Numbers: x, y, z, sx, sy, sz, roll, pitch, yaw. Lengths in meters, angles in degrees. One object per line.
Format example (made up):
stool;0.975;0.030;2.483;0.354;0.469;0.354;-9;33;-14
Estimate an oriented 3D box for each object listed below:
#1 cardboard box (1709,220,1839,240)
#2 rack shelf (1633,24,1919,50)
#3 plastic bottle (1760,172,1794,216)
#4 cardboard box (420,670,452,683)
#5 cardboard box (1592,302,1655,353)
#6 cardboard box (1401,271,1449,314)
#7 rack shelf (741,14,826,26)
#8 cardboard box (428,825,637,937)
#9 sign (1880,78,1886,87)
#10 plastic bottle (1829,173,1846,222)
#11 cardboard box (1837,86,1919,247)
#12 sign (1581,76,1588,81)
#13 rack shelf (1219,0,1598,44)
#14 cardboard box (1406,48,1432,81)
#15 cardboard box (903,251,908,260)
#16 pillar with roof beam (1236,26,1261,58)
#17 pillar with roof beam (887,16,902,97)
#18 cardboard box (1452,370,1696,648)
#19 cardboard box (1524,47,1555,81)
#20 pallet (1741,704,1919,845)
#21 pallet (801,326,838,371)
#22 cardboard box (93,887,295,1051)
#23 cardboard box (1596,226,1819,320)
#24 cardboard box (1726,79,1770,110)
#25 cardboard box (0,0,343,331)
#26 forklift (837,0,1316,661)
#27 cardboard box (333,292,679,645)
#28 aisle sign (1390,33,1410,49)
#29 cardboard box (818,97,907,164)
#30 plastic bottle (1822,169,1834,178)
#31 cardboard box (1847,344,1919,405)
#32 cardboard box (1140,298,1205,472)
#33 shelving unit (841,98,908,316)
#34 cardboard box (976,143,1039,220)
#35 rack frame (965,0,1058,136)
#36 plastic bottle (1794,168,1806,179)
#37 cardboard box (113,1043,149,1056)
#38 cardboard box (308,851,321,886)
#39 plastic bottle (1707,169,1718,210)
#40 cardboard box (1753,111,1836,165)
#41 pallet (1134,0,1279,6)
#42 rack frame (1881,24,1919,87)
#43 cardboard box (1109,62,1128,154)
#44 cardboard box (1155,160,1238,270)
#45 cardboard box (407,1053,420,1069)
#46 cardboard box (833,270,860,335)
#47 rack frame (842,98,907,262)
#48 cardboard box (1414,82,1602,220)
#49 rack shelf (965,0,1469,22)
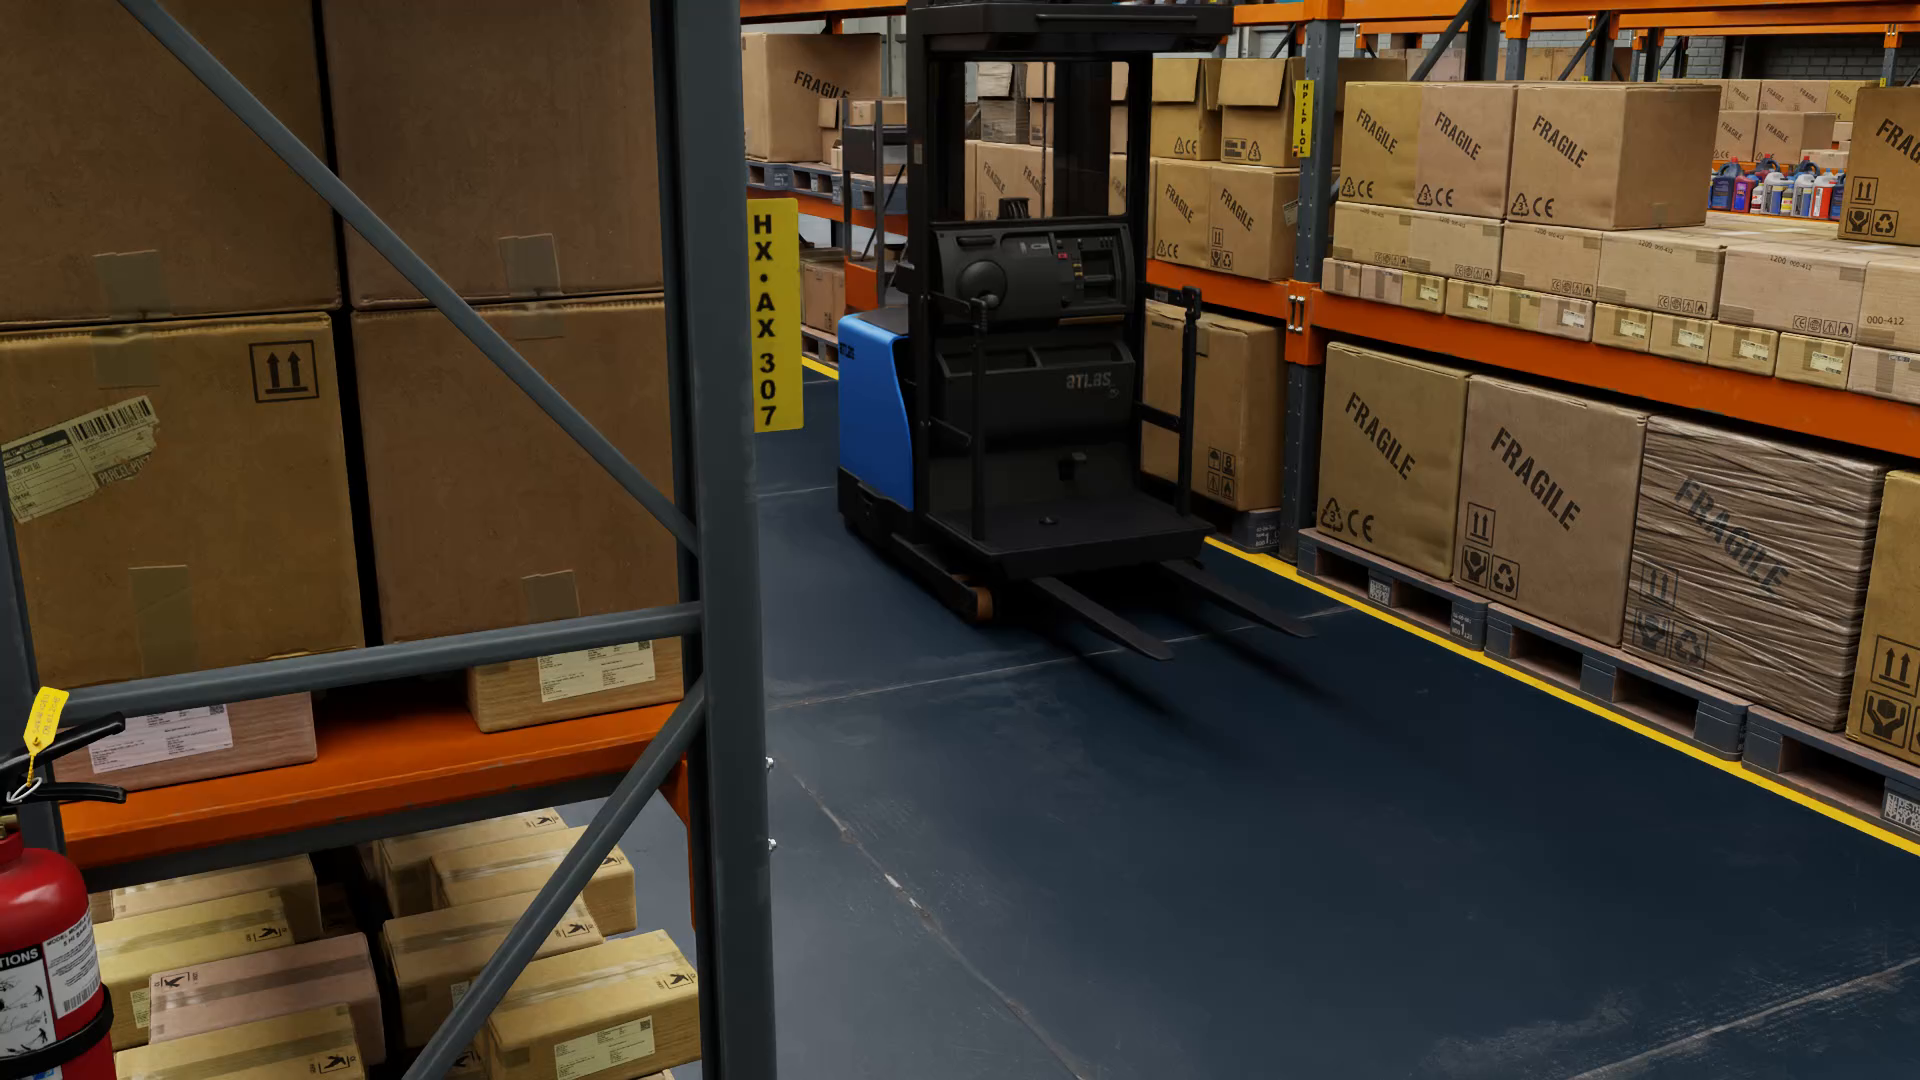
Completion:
cardboard box;3.093;-1.009;6.062;0.500;0.250;0.500;-8;18;-26
rack shelf;10.969;-6.768;22.263;1.077;0.370;4.000;-8;18;-25
plastic bottle;5.439;-2.301;11.055;0.152;0.276;0.135;-8;18;-25
cardboard box;-0.755;0.112;2.877;0.380;0.149;0.250;-7;17;-23
cardboard box;2.507;-0.776;5.972;0.380;0.149;0.250;-8;18;-26
cardboard box;2.053;-1.032;6.864;0.380;0.149;0.250;-7;17;-23
rack shelf;-2.389;-4.972;16.006;1.077;0.370;4.000;-8;18;-25
cardboard box;-0.907;0.749;3.530;0.380;0.149;0.250;-8;18;-25
sign;11.361;-5.525;20.495;0.100;0.325;0.005;-8;18;-25
plastic bottle;5.666;-2.206;10.588;0.144;0.351;0.185;-8;18;-25
cardboard box;3.325;-1.239;5.505;0.500;0.500;0.500;-8;18;-26
sign;6.896;-4.963;18.395;0.100;0.325;0.005;-8;18;-25
rack shelf;3.816;-4.579;14.635;1.077;0.370;4.000;-8;18;-25
cardboard box;6.093;-5.980;21.117;0.700;0.500;0.500;-8;18;-26
cardboard box;-0.081;-1.921;11.883;0.500;0.250;0.500;-7;17;-23
pillar with roof beam;2.050;-11.438;31.793;9.100;9.000;0.400;-8;18;-25
pillar with roof beam;-5.836;-15.901;47.346;9.100;9.000;0.400;-8;18;-25
cardboard box;2.603;-0.181;6.533;0.875;0.875;0.875;-8;18;-25
cardboard box;6.971;-5.483;19.384;0.700;0.500;0.500;-8;18;-25
pallet;3.323;0.747;5.266;1.003;0.211;1.213;-8;18;-25
pallet;-0.632;-1.544;13.249;1.003;0.211;1.213;-8;18;-25
cardboard box;-1.505;0.833;3.237;0.380;0.149;0.250;-8;18;-26
cardboard box;2.617;-0.944;5.836;0.500;0.250;0.500;-8;18;-25
cardboard box;10.697;-5.932;22.360;0.500;0.500;0.500;-7;17;-23
cardboard box;-1.183;-0.586;2.320;0.500;0.500;0.500;-8;18;-26
forklift;0.424;-1.185;7.066;1.130;2.935;3.031;-7;17;-22
cardboard box;-0.707;-0.166;2.671;0.500;0.500;0.500;-7;17;-22
aisle sign;5.877;-6.870;22.038;0.394;0.787;0.004;-8;18;-25
cardboard box;-0.670;-3.213;13.061;0.797;0.503;0.637;-6;17;-19
plastic bottle;6.008;-2.437;11.540;0.097;0.271;0.097;0;16;0
cardboard box;2.959;-0.521;5.085;0.380;0.149;0.250;-7;18;-24
cardboard box;1.301;-0.955;9.231;1.225;0.875;0.875;-8;18;-27
shelving unit;-0.328;-1.231;8.733;0.431;2.100;0.503;-7;17;-22
cardboard box;0.436;-2.156;10.143;0.500;0.500;0.500;-8;18;-26
rack frame;0.239;-2.388;11.136;1.000;3.000;0.127;-8;18;-25
plastic bottle;5.835;-2.444;11.563;0.097;0.271;0.097;0;16;0
cardboard box;-1.476;0.970;3.300;0.380;0.149;0.250;-8;18;-27
cardboard box;-1.852;0.848;4.265;0.380;0.149;0.250;-7;17;-23
plastic bottle;5.198;-2.437;11.530;0.152;0.276;0.135;-8;18;-25
cardboard box;8.396;-4.047;16.733;0.500;0.500;0.500;-9;18;-28
pallet;2.535;-5.497;16.872;1.213;0.211;1.003;-8;18;-25
rack frame;11.845;-5.176;20.849;1.000;3.000;0.127;-8;18;-25
cardboard box;1.128;-2.408;9.204;0.797;0.503;0.637;-7;17;-23
cardboard box;1.331;-1.651;8.385;0.500;0.500;0.500;-7;17;-23
cardboard box;-0.889;1.114;3.336;0.380;0.149;0.250;-8;18;-25
cardboard box;-0.581;-1.838;12.951;0.700;0.500;0.500;-6;17;-20
rack frame;-0.424;-1.292;8.948;0.400;2.100;0.015;-7;17;-22
cardboard box;2.181;-1.555;6.605;0.500;0.500;0.500;-8;18;-25
rack shelf;1.116;-2.989;9.093;1.077;0.370;4.000;-8;18;-25
